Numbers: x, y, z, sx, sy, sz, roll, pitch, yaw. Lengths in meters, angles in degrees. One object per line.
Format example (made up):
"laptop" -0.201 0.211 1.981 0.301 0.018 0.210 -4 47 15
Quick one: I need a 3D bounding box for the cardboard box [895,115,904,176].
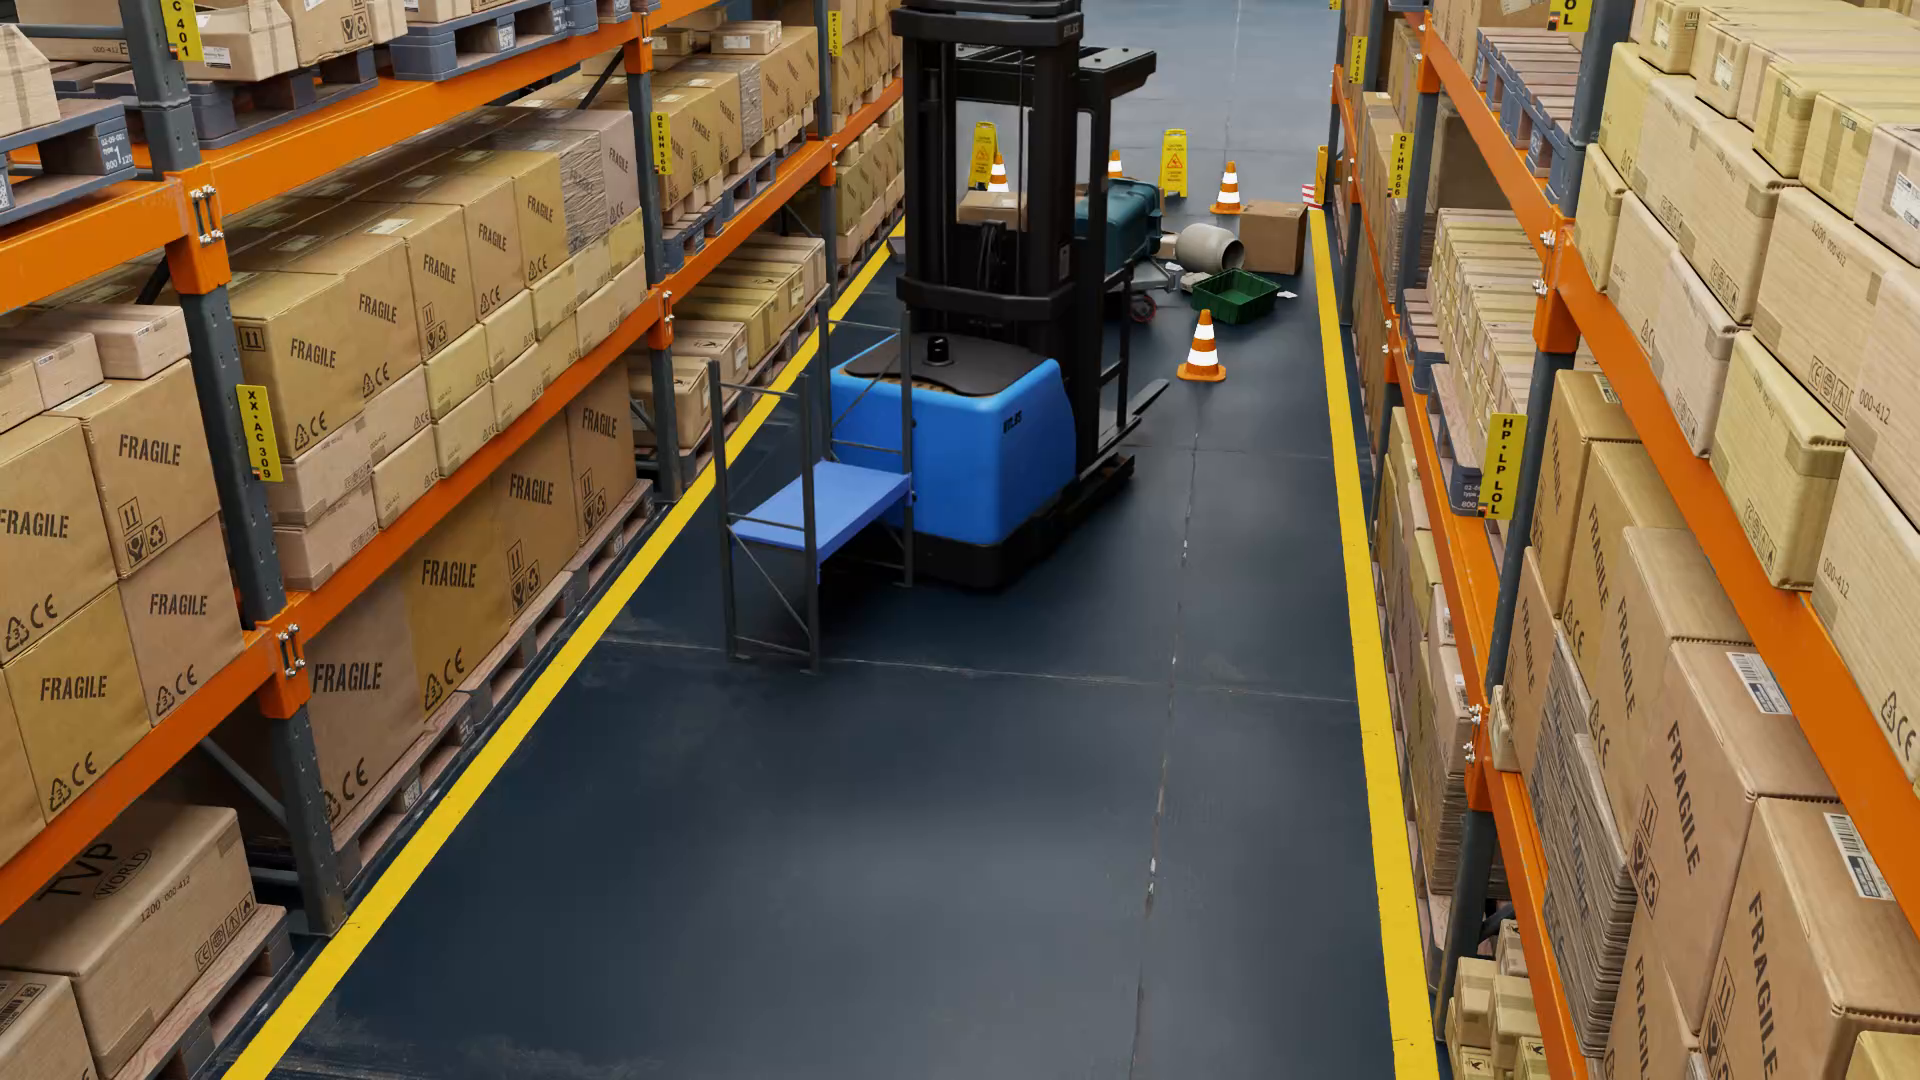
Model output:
"cardboard box" -0.784 -3.681 15.440 0.500 0.500 0.500 5 26 10

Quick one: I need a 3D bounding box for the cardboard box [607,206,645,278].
"cardboard box" -1.964 -1.561 8.633 0.500 0.250 0.500 4 25 8

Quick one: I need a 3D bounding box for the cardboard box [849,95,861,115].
"cardboard box" -1.036 -3.615 13.730 0.380 0.149 0.250 5 26 10

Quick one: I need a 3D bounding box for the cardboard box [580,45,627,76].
"cardboard box" -2.146 -2.990 10.371 0.380 0.149 0.250 3 25 6

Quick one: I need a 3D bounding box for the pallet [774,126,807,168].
"pallet" -1.750 -2.899 12.131 1.003 0.211 1.213 4 25 9

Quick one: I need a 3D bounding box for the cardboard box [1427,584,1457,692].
"cardboard box" 2.080 0.410 6.404 0.500 0.250 0.500 5 26 11

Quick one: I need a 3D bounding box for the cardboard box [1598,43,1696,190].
"cardboard box" 1.795 -0.981 3.857 0.500 0.250 0.500 5 26 10

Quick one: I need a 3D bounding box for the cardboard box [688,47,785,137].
"cardboard box" -1.501 -3.034 11.229 0.500 0.500 0.500 5 26 10

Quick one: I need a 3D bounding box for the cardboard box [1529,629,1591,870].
"cardboard box" 1.707 0.568 4.029 0.500 0.500 0.500 4 25 9

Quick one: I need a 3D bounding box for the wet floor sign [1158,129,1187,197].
"wet floor sign" 2.123 -3.751 16.502 0.267 0.644 0.232 0 25 -1

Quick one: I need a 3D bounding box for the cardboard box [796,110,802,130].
"cardboard box" -1.354 -3.028 11.983 0.380 0.149 0.250 3 25 7

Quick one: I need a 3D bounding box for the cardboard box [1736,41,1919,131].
"cardboard box" 1.652 -0.806 3.012 0.380 0.149 0.250 3 25 7

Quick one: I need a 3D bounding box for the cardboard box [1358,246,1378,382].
"cardboard box" 3.244 -1.497 11.068 1.050 0.750 0.750 4 25 9

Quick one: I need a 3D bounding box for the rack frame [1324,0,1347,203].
"rack frame" 4.072 -4.668 15.684 1.000 3.000 0.127 4 25 9

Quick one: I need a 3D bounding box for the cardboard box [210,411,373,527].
"cardboard box" -2.439 -0.272 5.881 0.500 0.250 0.500 3 25 7

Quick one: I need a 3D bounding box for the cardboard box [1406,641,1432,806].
"cardboard box" 2.067 0.752 6.559 0.500 0.500 0.500 3 25 7

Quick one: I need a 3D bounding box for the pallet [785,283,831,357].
"pallet" -1.608 -1.707 12.647 1.003 0.211 1.213 4 25 9

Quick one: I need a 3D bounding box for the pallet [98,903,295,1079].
"pallet" -2.991 1.626 5.527 1.003 0.211 1.213 4 25 9

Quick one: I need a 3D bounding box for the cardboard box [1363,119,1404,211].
"cardboard box" 2.901 -2.419 10.761 0.500 0.500 0.500 4 25 8

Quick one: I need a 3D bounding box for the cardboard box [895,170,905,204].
"cardboard box" -0.787 -3.340 15.596 0.500 0.250 0.500 4 25 9

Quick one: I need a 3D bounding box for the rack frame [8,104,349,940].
"rack frame" -2.789 0.050 5.604 1.000 3.000 0.127 4 25 9

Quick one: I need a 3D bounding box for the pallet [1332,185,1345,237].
"pallet" 4.018 -3.065 15.549 1.003 0.211 1.213 4 25 9

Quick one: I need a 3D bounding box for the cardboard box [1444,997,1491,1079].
"cardboard box" 1.734 1.582 5.199 0.380 0.149 0.250 3 25 6

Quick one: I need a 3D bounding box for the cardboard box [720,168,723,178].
"cardboard box" -1.702 -2.269 10.360 0.380 0.149 0.250 6 26 12

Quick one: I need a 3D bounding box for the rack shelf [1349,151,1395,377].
"rack shelf" 3.091 -1.832 10.475 1.077 0.370 4.000 4 25 9

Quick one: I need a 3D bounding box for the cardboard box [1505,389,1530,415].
"cardboard box" 2.071 -0.396 5.658 0.380 0.149 0.250 3 25 7

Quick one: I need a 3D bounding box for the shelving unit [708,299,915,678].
"shelving unit" -0.682 -0.275 8.068 0.538 1.500 1.048 11 27 22

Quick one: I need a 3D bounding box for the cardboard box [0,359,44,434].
"cardboard box" -2.726 -0.384 4.470 0.380 0.149 0.250 4 25 9

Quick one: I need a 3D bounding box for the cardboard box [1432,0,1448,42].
"cardboard box" 2.409 -2.505 7.408 0.500 0.500 0.500 4 25 9

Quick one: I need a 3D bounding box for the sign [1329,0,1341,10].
"sign" 3.525 -5.137 15.571 0.100 0.325 0.005 4 25 9

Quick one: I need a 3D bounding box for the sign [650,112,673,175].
"sign" -1.587 -2.110 8.853 0.100 0.325 0.005 4 25 9

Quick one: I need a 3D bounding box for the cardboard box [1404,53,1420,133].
"cardboard box" 3.094 -2.647 10.070 0.700 0.500 0.500 4 25 8

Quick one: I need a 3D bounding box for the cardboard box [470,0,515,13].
"cardboard box" -2.137 -2.459 6.814 0.500 0.500 0.500 4 25 9

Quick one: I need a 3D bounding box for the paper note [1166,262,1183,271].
"paper note" 1.835 -2.341 14.225 0.172 0.023 0.155 13 28 26

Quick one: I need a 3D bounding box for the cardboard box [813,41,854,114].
"cardboard box" -1.135 -3.640 13.020 0.500 0.500 0.500 4 25 8

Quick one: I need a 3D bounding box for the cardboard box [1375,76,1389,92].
"cardboard box" 3.467 -3.218 12.409 0.875 0.550 0.550 4 25 9

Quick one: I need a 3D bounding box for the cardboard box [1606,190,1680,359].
"cardboard box" 1.702 -0.554 3.534 0.500 0.250 0.500 4 25 8

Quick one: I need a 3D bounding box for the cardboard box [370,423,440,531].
"cardboard box" -2.374 -0.264 6.452 0.500 0.250 0.500 3 25 7

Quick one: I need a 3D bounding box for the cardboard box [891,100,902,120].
"cardboard box" -0.740 -3.930 15.207 0.380 0.149 0.250 4 25 9

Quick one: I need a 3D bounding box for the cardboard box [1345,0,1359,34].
"cardboard box" 3.749 -4.611 14.112 0.875 0.550 0.550 4 25 9

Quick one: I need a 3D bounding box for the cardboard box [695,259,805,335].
"cardboard box" -1.679 -1.775 12.108 0.950 0.372 0.625 6 26 12

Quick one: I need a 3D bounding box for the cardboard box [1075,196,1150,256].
"cardboard box" 1.238 -2.597 14.046 0.797 0.637 0.503 4 25 9

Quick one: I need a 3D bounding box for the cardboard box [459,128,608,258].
"cardboard box" -2.038 -1.671 7.984 0.500 0.500 0.500 4 25 9

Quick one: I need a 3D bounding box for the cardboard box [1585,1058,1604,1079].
"cardboard box" 1.574 1.115 3.626 0.380 0.149 0.250 5 26 11

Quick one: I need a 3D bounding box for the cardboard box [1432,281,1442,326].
"cardboard box" 2.448 -1.113 7.890 0.380 0.149 0.250 5 26 11

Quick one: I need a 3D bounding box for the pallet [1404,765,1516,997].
"pallet" 2.237 1.288 6.248 1.003 0.211 1.213 4 25 9

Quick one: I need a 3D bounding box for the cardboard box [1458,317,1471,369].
"cardboard box" 2.278 -0.806 6.884 0.380 0.149 0.250 4 25 8

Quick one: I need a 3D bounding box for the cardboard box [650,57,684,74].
"cardboard box" -2.090 -2.858 10.854 0.500 0.500 0.500 3 25 6

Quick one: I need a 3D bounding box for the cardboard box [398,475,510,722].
"cardboard box" -2.627 0.179 7.339 0.875 0.875 0.875 5 26 10

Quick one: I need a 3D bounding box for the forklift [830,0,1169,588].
"forklift" 0.395 -1.673 9.367 1.130 2.935 3.031 12 28 24

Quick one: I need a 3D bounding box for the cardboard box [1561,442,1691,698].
"cardboard box" 1.727 0.108 3.833 0.500 0.500 0.500 3 25 7

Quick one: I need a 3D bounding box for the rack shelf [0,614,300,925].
"rack shelf" -3.116 1.213 3.969 1.077 0.370 4.000 4 25 9

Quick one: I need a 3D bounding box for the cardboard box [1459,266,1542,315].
"cardboard box" 2.326 -1.049 7.052 0.380 0.149 0.250 5 26 11

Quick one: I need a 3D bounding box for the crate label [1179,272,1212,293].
"crate label" 1.947 -2.089 13.551 0.298 0.136 0.250 -14 29 -27

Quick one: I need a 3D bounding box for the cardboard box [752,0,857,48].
"cardboard box" -1.196 -4.097 12.817 0.700 0.500 0.500 4 25 8

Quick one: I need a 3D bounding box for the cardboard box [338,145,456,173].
"cardboard box" -2.629 -1.508 7.636 0.500 0.500 0.500 5 25 10

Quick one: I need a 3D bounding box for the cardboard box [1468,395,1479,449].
"cardboard box" 2.190 -0.450 6.474 0.380 0.149 0.250 5 26 11

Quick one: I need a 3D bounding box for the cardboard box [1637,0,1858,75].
"cardboard box" 1.747 -1.130 3.704 0.380 0.149 0.250 3 25 6
